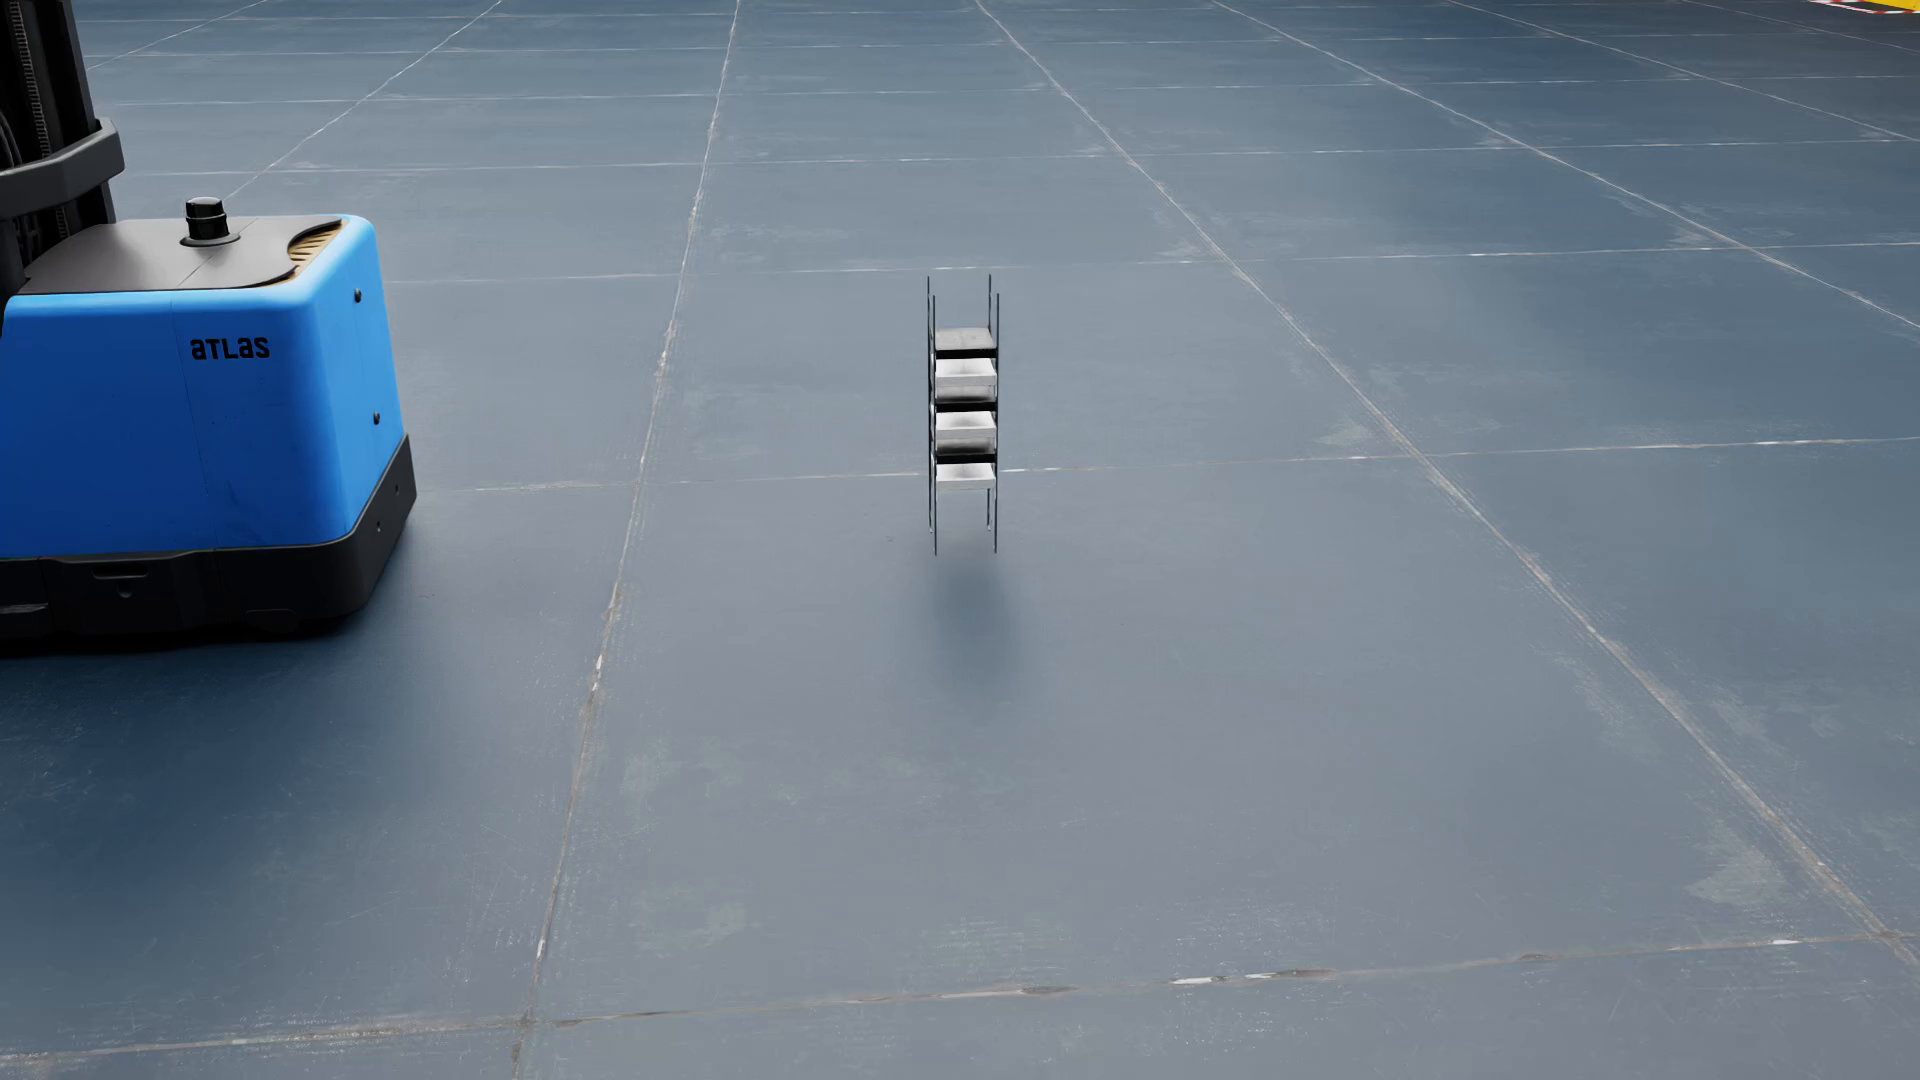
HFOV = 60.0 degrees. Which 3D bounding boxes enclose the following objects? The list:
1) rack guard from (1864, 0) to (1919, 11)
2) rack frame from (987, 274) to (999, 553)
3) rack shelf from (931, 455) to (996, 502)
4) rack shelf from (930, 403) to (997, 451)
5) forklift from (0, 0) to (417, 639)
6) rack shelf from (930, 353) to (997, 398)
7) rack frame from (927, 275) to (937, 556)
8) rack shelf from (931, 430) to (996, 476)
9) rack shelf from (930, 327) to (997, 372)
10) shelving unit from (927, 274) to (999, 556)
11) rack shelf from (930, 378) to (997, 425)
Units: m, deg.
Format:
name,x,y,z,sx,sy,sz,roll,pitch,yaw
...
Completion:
name,x,y,z,sx,sy,sz,roll,pitch,yaw
rack guard,11.688,-6.856,20.521,0.348,0.500,1.175,-2,24,-5
rack frame,0.109,-0.416,5.539,0.006,0.900,0.240,-2,24,-5
rack shelf,0.008,-0.217,5.616,0.200,0.077,0.258,-2,24,-5
rack shelf,0.008,-0.381,5.543,0.200,0.077,0.258,-2,24,-5
forklift,-3.375,-1.184,4.766,3.031,2.935,1.130,-3,24,-6
rack shelf,0.008,-0.546,5.470,0.200,0.077,0.258,-2,24,-5
rack frame,-0.093,-0.407,5.521,0.006,0.900,0.240,-2,24,-5
rack shelf,0.008,-0.299,5.580,0.200,0.077,0.258,-2,24,-5
rack shelf,0.008,-0.628,5.434,0.200,0.077,0.258,-2,24,-5
shelving unit,0.008,-0.412,5.530,0.210,0.900,0.258,-2,24,-5
rack shelf,0.008,-0.463,5.507,0.200,0.077,0.258,-2,24,-5
